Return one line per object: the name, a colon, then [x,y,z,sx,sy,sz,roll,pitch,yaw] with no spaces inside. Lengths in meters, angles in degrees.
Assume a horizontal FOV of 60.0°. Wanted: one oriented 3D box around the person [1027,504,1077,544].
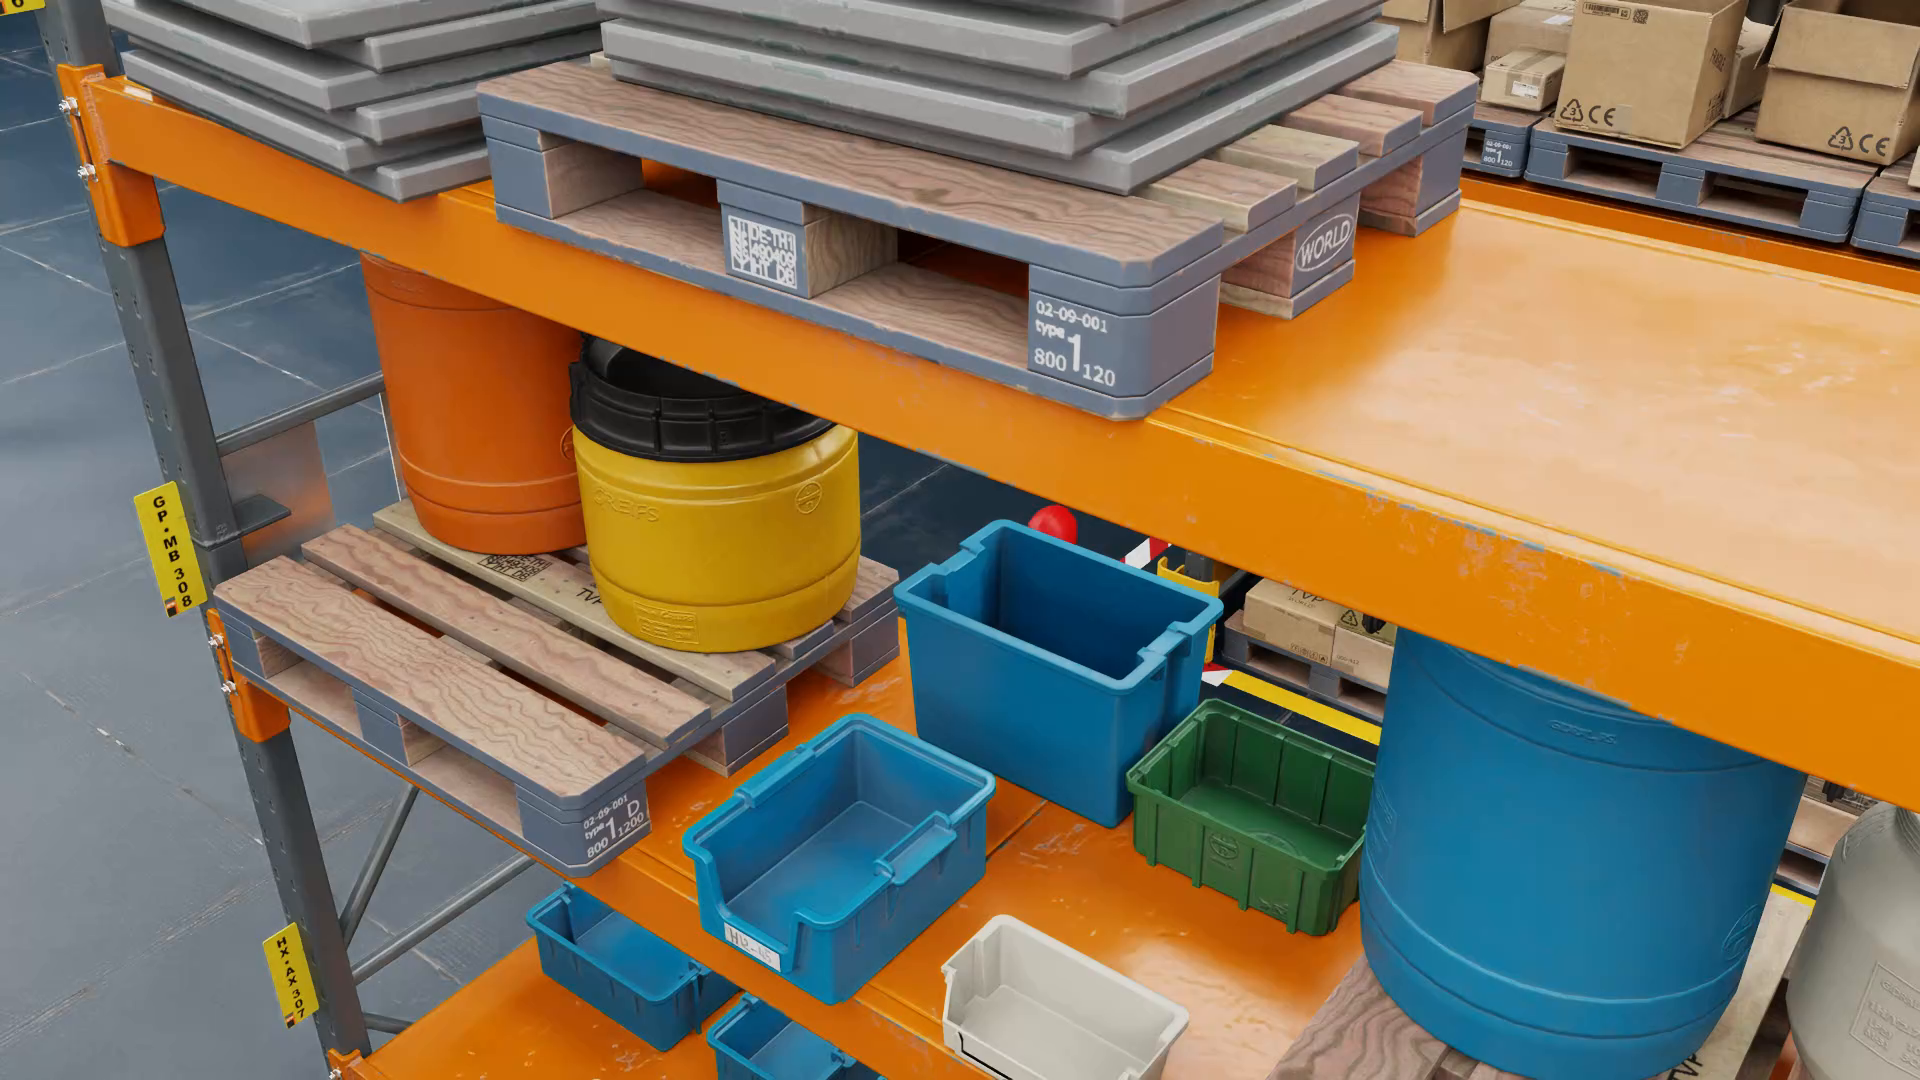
person: [0.379,0.612,7.039,0.623,1.780,0.447,20,36,30]
